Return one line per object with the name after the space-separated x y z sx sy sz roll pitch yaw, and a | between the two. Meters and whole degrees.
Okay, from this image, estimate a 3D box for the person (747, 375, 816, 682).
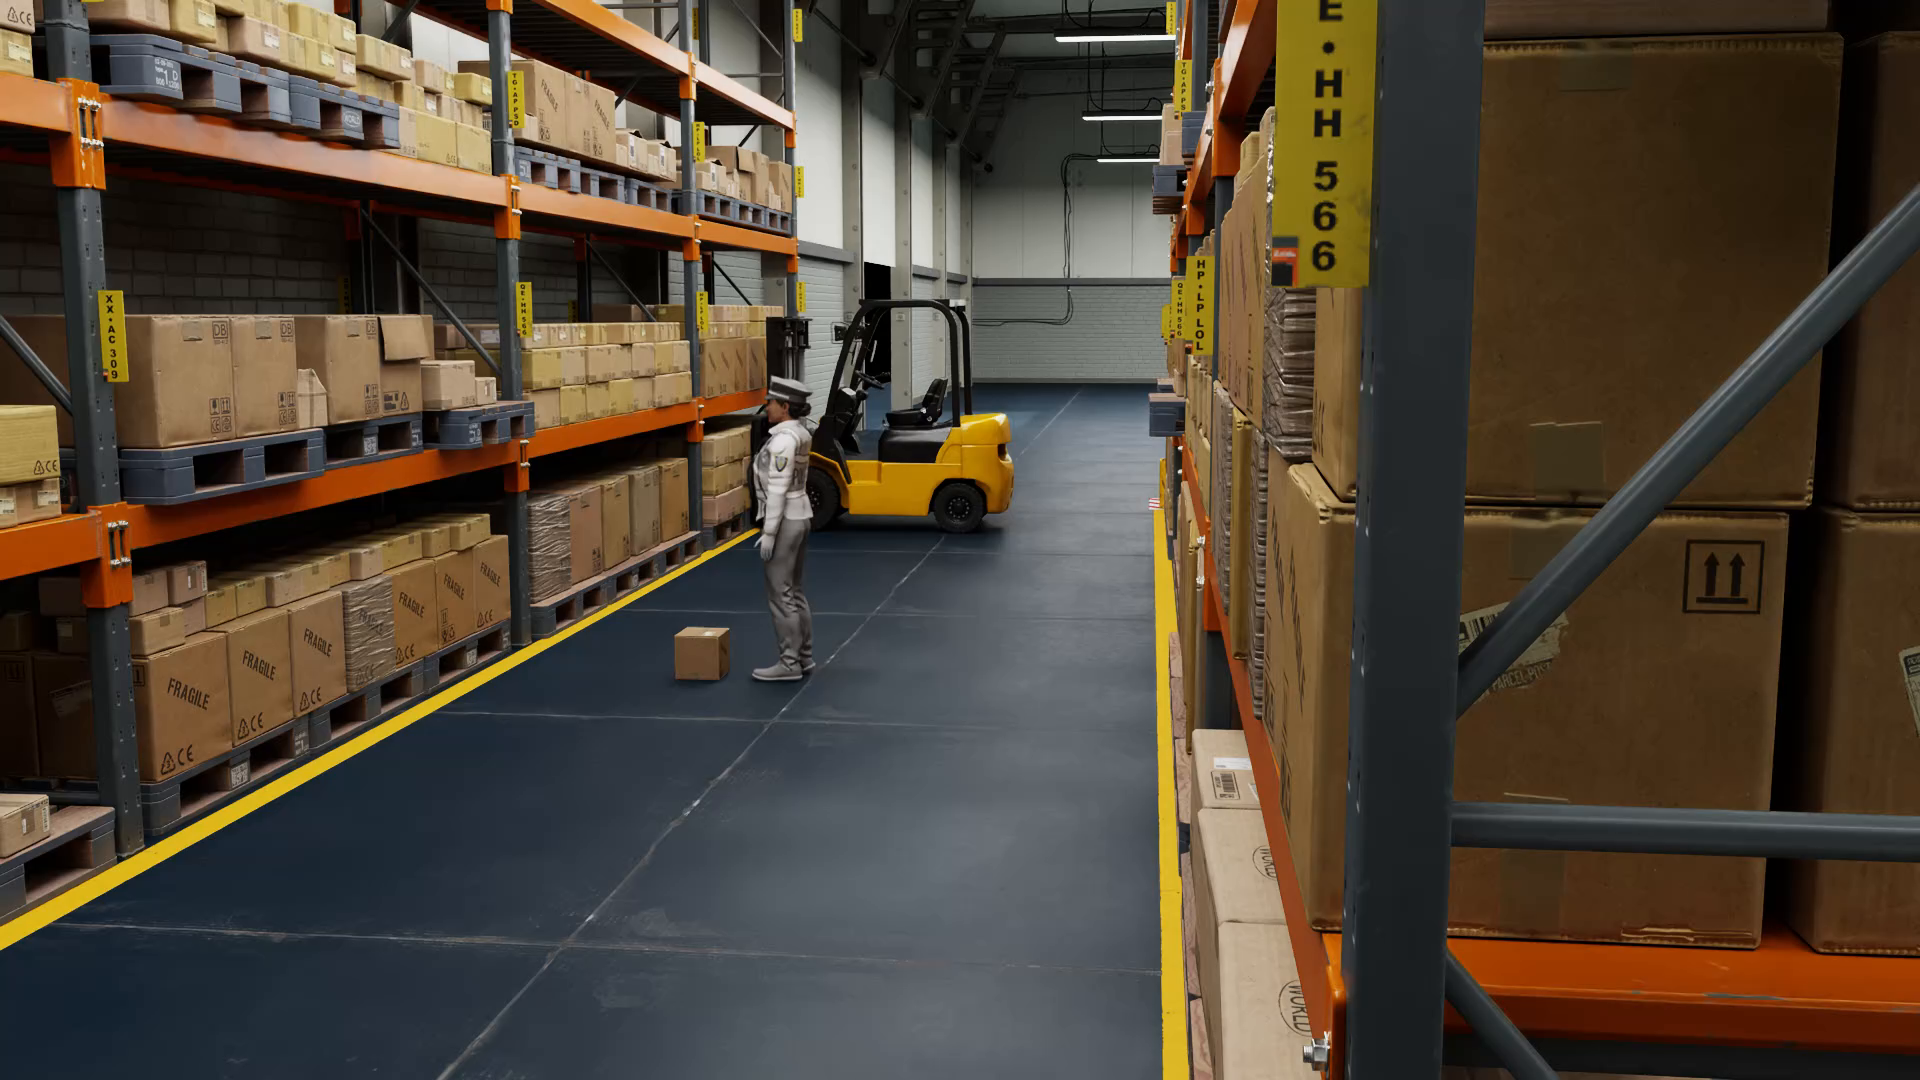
-0.974 -0.041 9.180 0.348 1.732 0.475 1 8 8 | person
